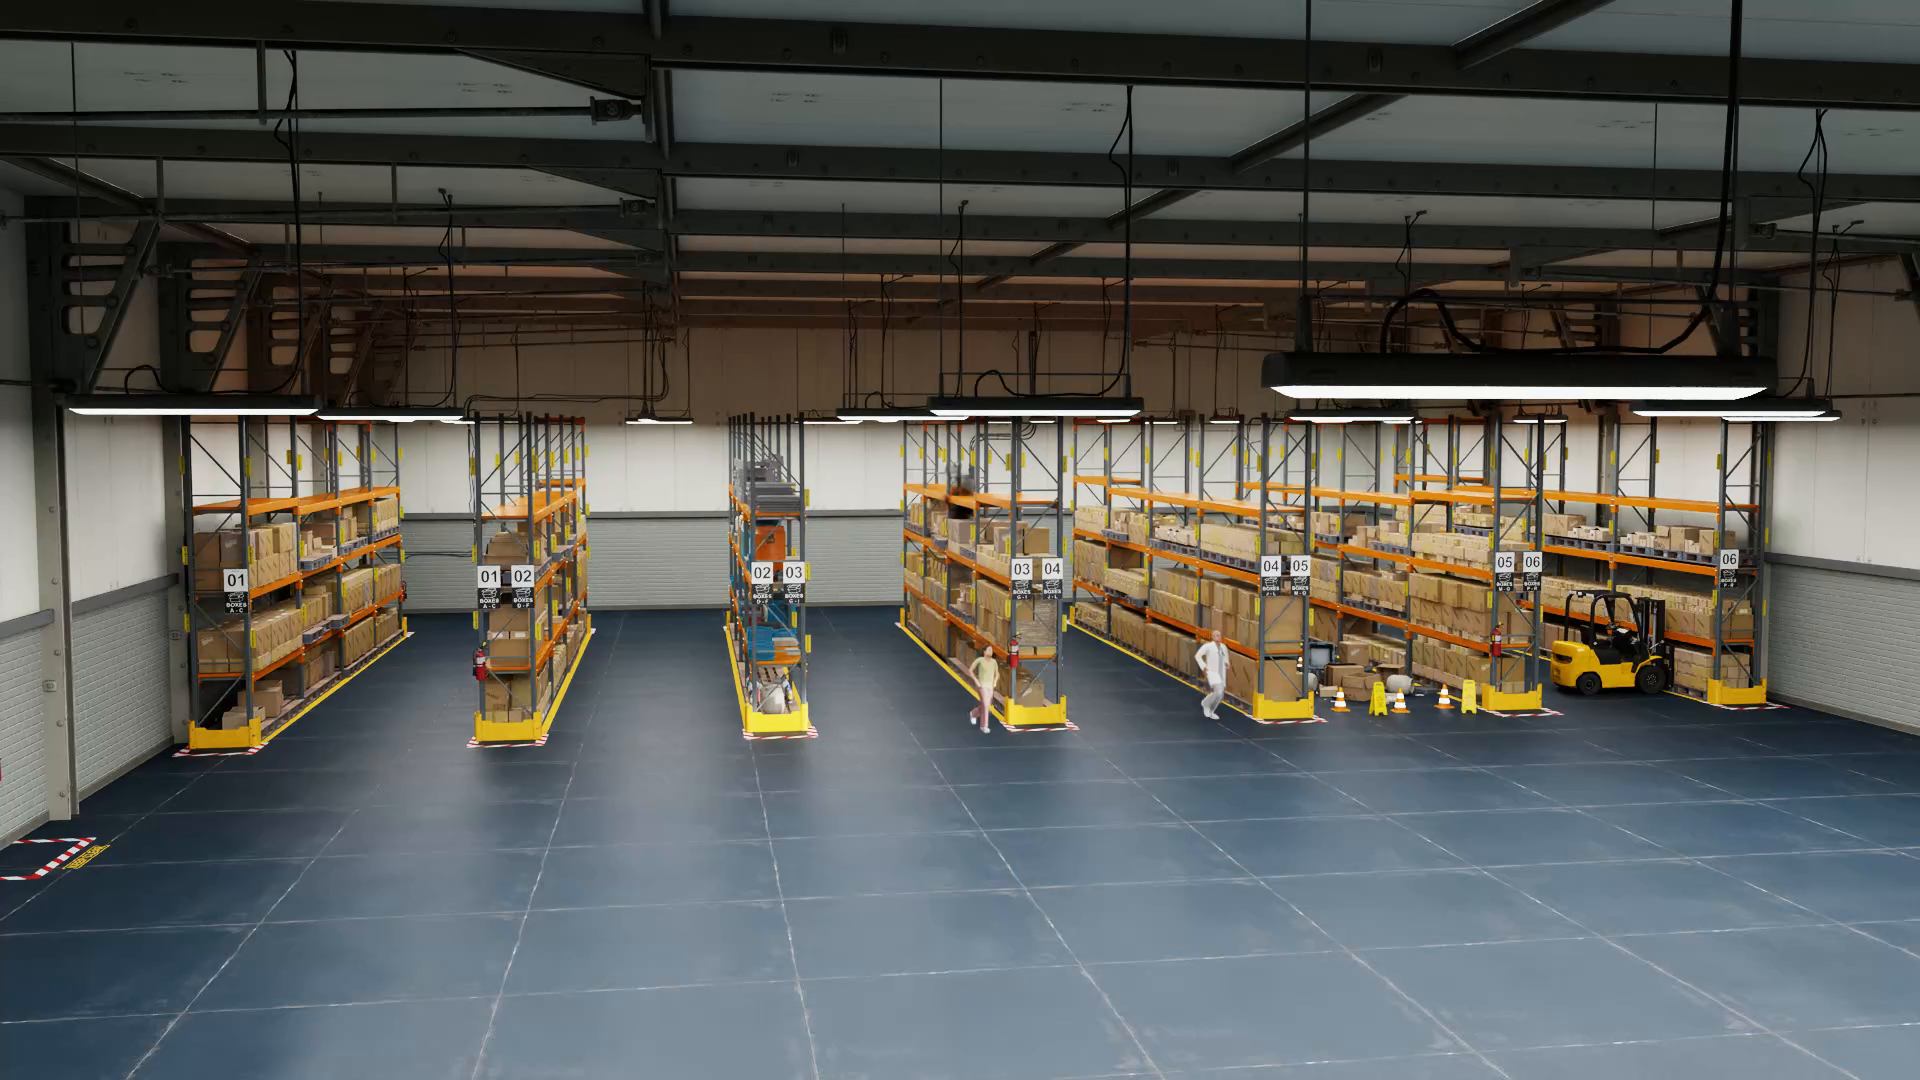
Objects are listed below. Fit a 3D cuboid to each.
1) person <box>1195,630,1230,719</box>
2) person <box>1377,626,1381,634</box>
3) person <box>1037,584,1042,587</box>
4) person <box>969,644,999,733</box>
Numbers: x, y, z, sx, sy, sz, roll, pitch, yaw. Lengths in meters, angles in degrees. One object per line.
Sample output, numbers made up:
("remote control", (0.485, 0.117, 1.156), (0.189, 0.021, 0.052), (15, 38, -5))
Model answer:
("person", (5.018, 2.639, 32.548), (0.691, 1.736, 0.634), (-2, 5, -32))
("person", (11.250, 1.842, 44.862), (0.584, 1.659, 0.739), (-1, 4, -11))
("person", (2.380, 1.720, 45.882), (0.666, 1.812, 0.943), (0, 4, -2))
("person", (0.453, 2.777, 31.445), (0.600, 1.650, 0.690), (-2, 5, -32))
